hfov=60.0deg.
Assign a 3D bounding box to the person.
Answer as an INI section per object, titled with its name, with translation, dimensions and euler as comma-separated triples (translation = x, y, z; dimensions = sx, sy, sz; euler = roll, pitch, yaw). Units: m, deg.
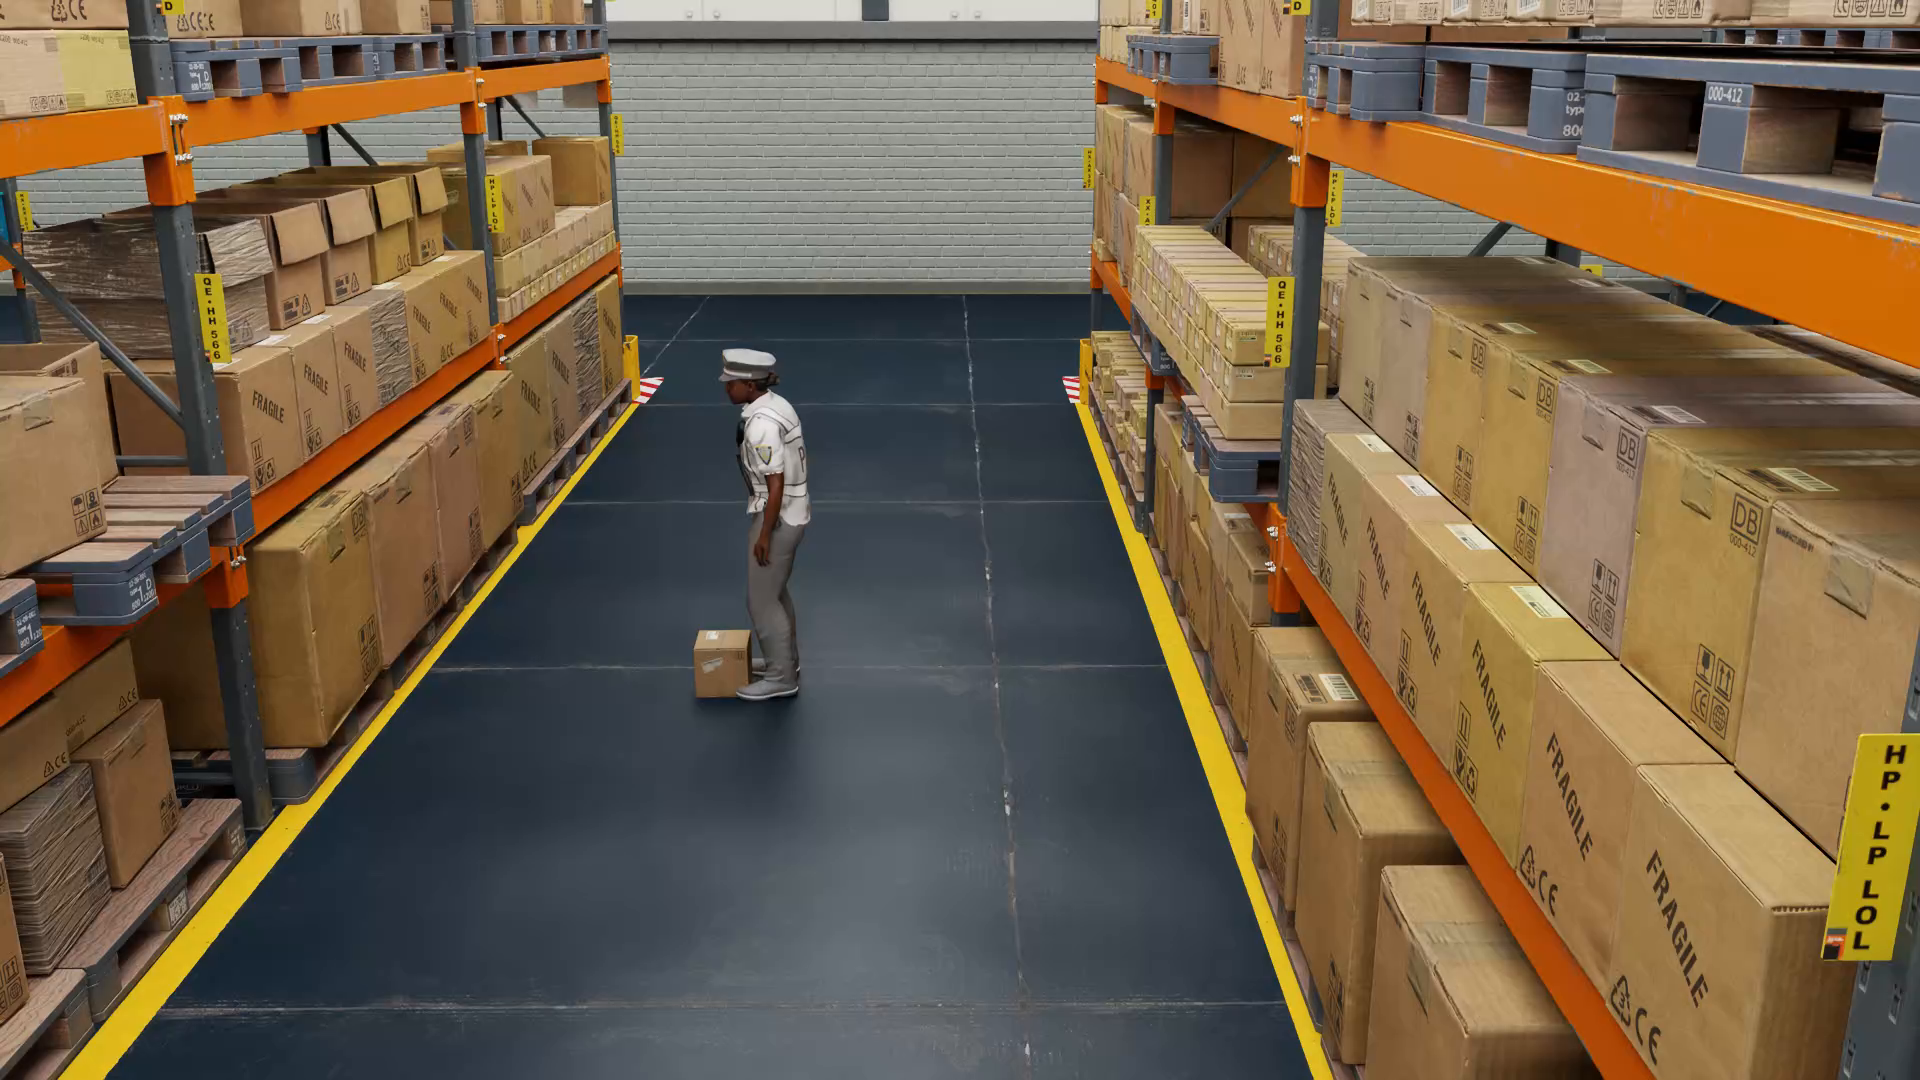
[person]
translation = -0.901, -0.081, 7.810
dimensions = 0.397, 1.659, 0.528
euler = -1, 17, -4
